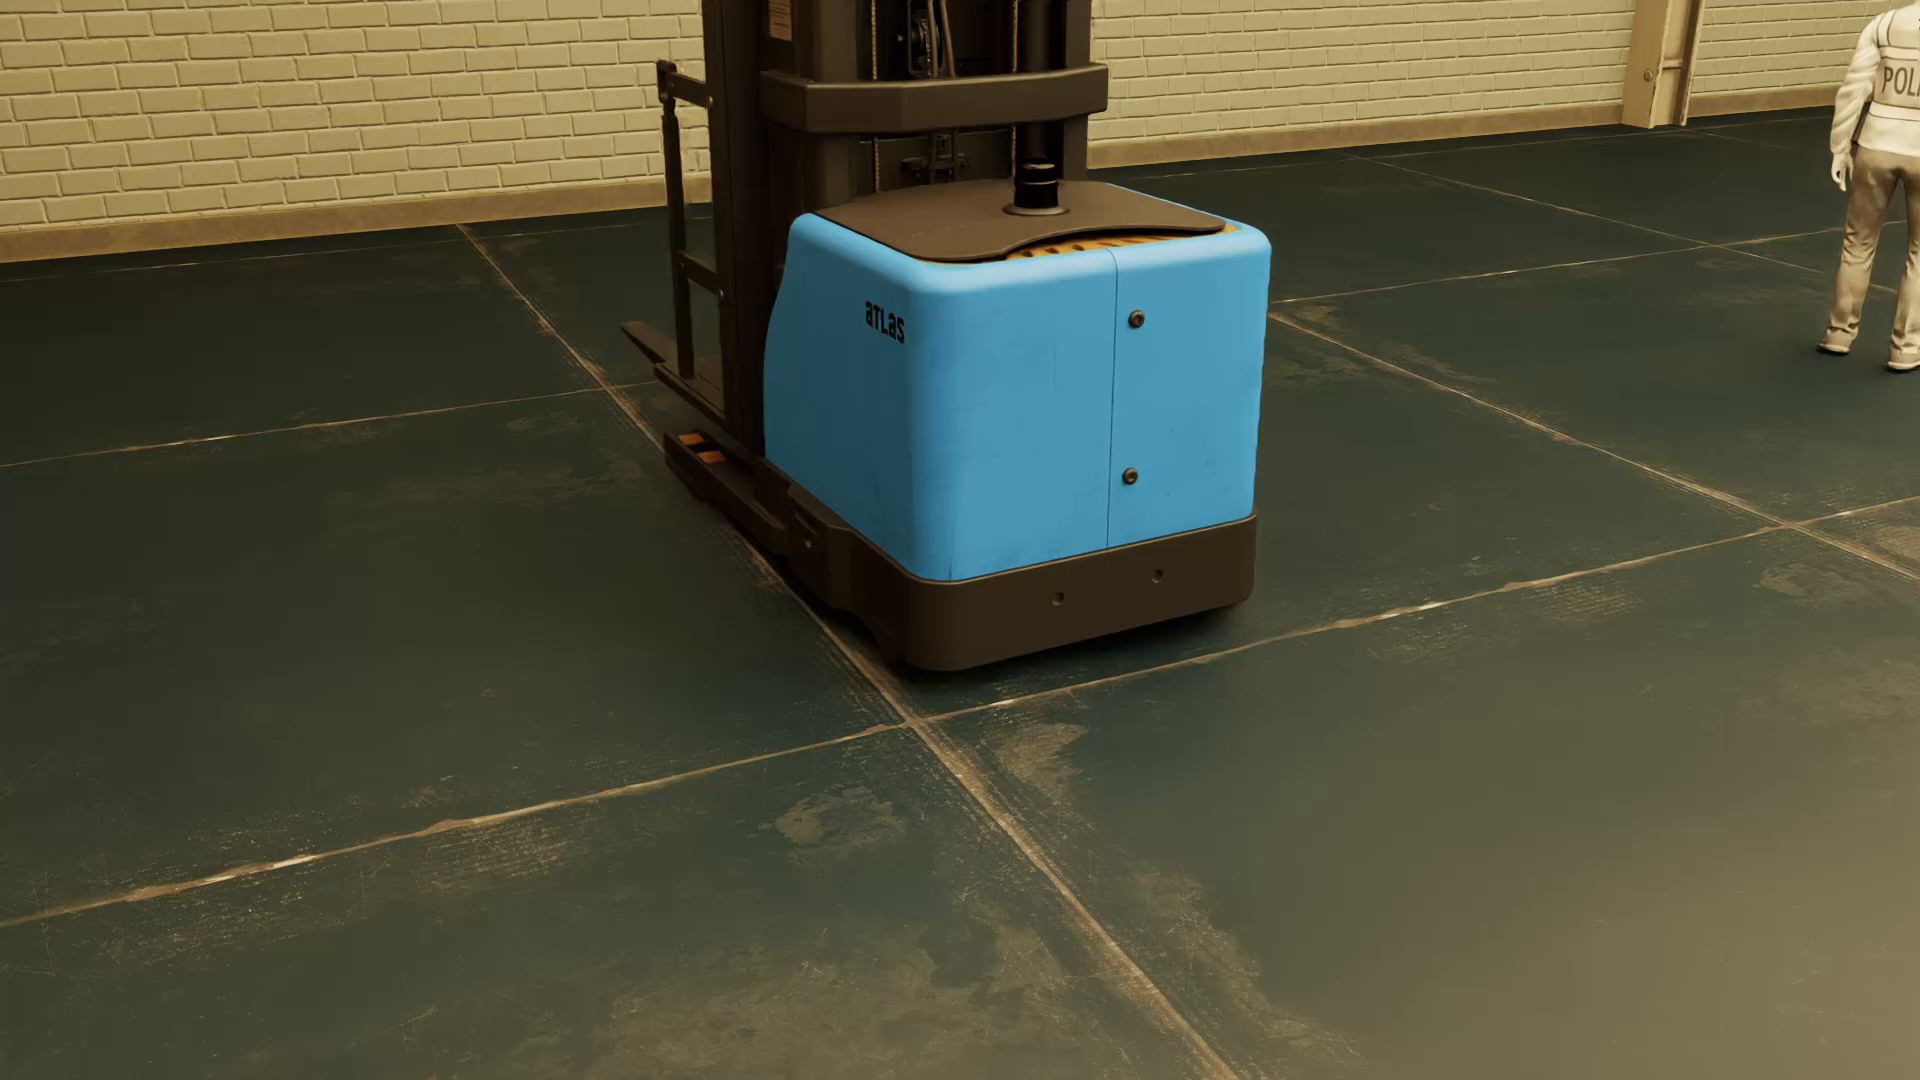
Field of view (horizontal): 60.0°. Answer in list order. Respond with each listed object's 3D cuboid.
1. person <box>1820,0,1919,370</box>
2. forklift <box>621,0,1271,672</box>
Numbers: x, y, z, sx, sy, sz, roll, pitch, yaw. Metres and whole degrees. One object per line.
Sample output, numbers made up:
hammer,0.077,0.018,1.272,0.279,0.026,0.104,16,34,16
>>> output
person,3.773,-1.519,6.606,0.567,1.713,0.452,18,28,36
forklift,-0.333,-1.552,5.022,1.130,2.935,3.031,-12,25,-26
